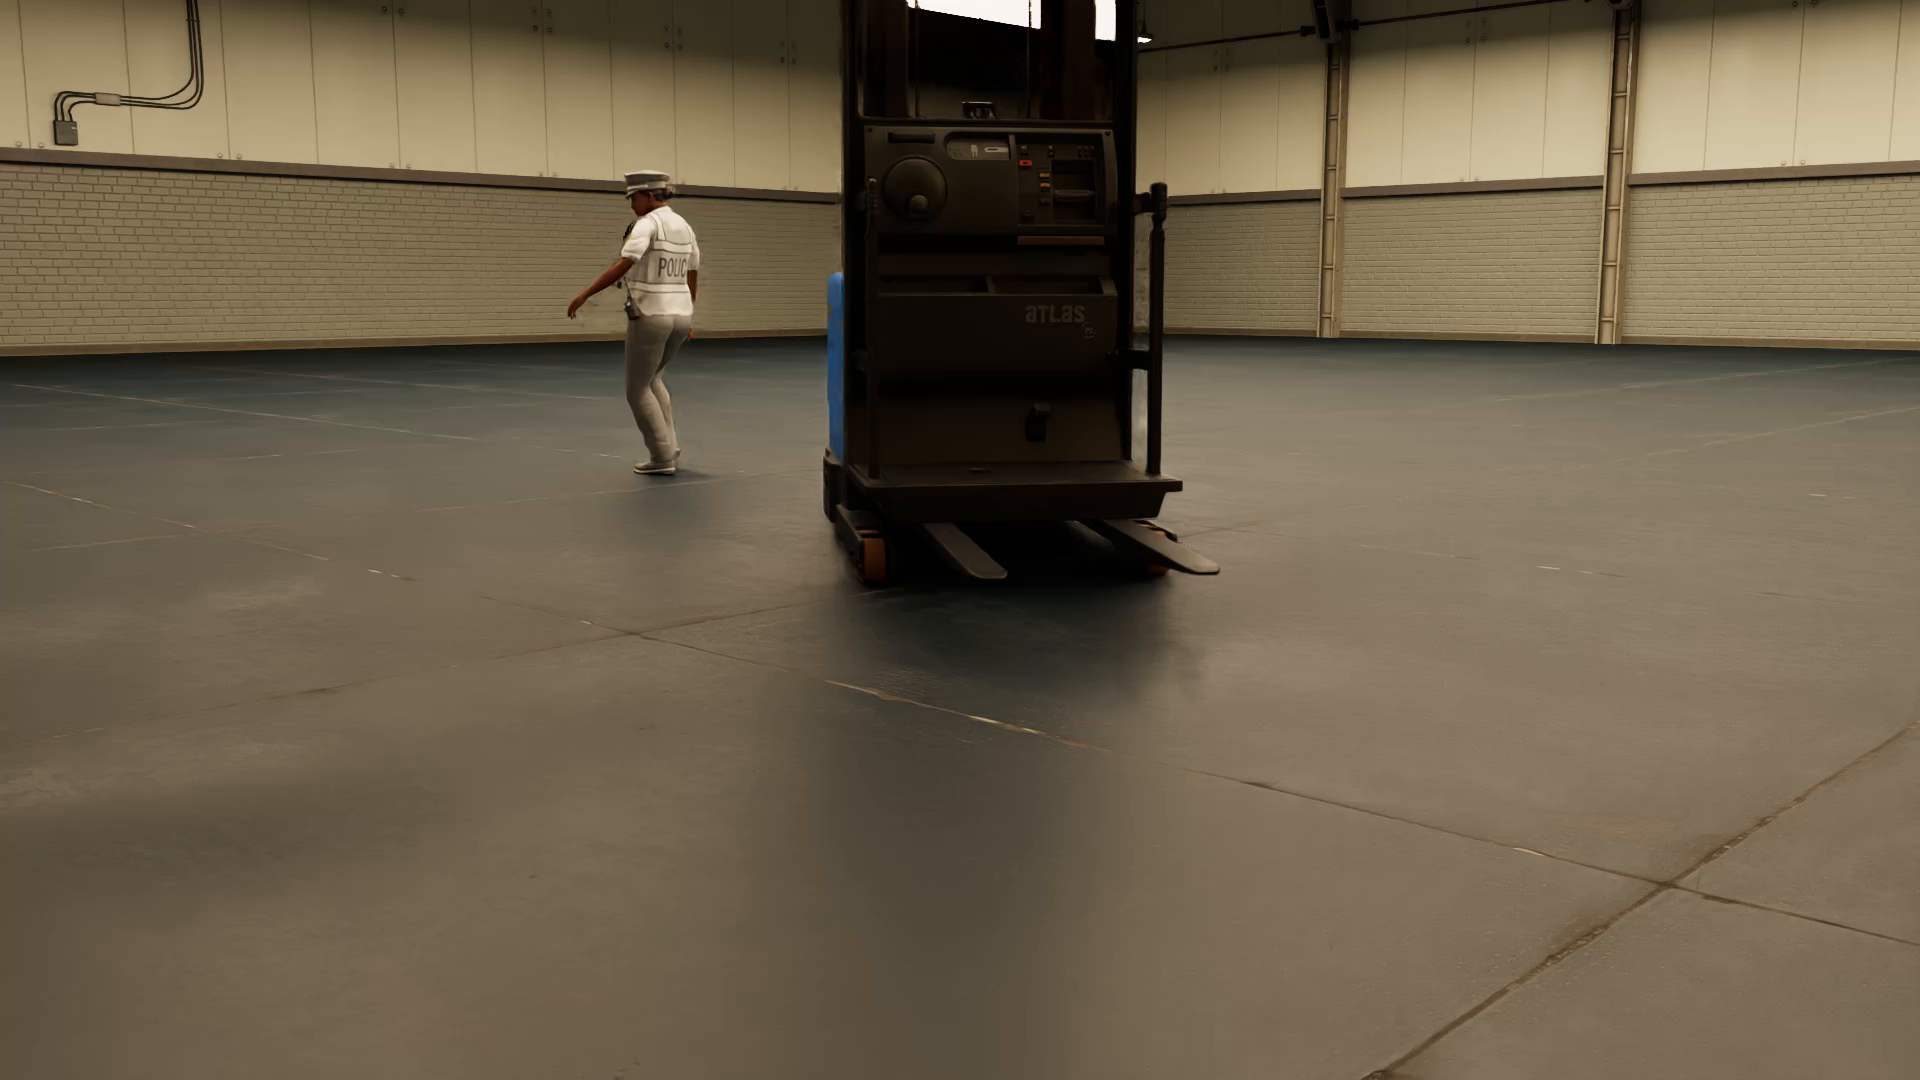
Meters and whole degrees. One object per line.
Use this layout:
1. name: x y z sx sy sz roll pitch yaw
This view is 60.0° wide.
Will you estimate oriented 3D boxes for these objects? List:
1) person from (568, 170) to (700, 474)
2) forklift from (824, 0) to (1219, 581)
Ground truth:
1. person: -1.703 -1.159 9.080 0.459 1.682 0.834 5 10 32
2. forklift: 0.149 -1.354 5.864 1.130 2.935 3.031 -1 9 -9
